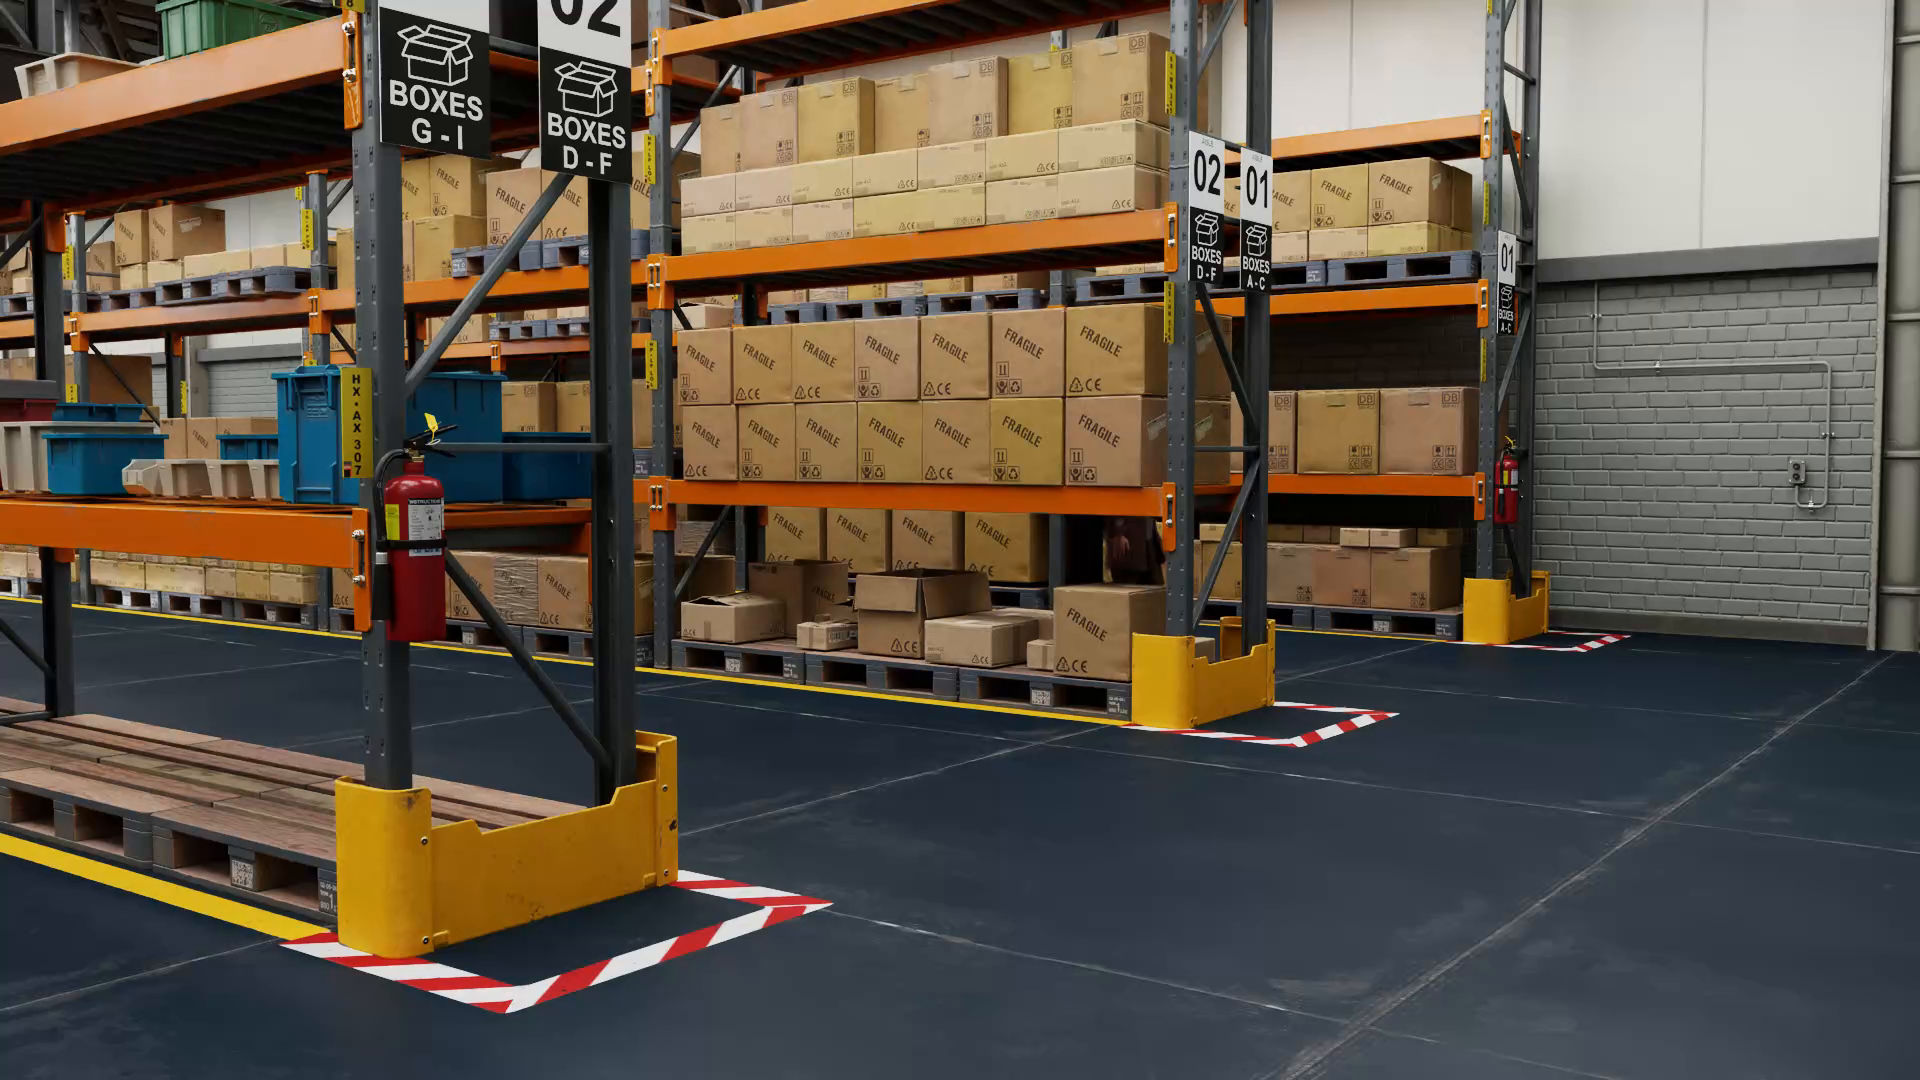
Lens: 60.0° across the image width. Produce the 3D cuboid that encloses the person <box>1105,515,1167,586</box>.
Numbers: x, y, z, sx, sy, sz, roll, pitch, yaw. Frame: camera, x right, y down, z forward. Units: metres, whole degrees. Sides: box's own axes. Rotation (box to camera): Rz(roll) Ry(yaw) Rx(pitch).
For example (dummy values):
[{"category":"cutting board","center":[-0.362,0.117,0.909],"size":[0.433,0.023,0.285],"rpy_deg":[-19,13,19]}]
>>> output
[{"category":"person","center":[1.131,-0.027,11.615],"size":[0.866,1.754,0.597],"rpy_deg":[2,4,31]}]
